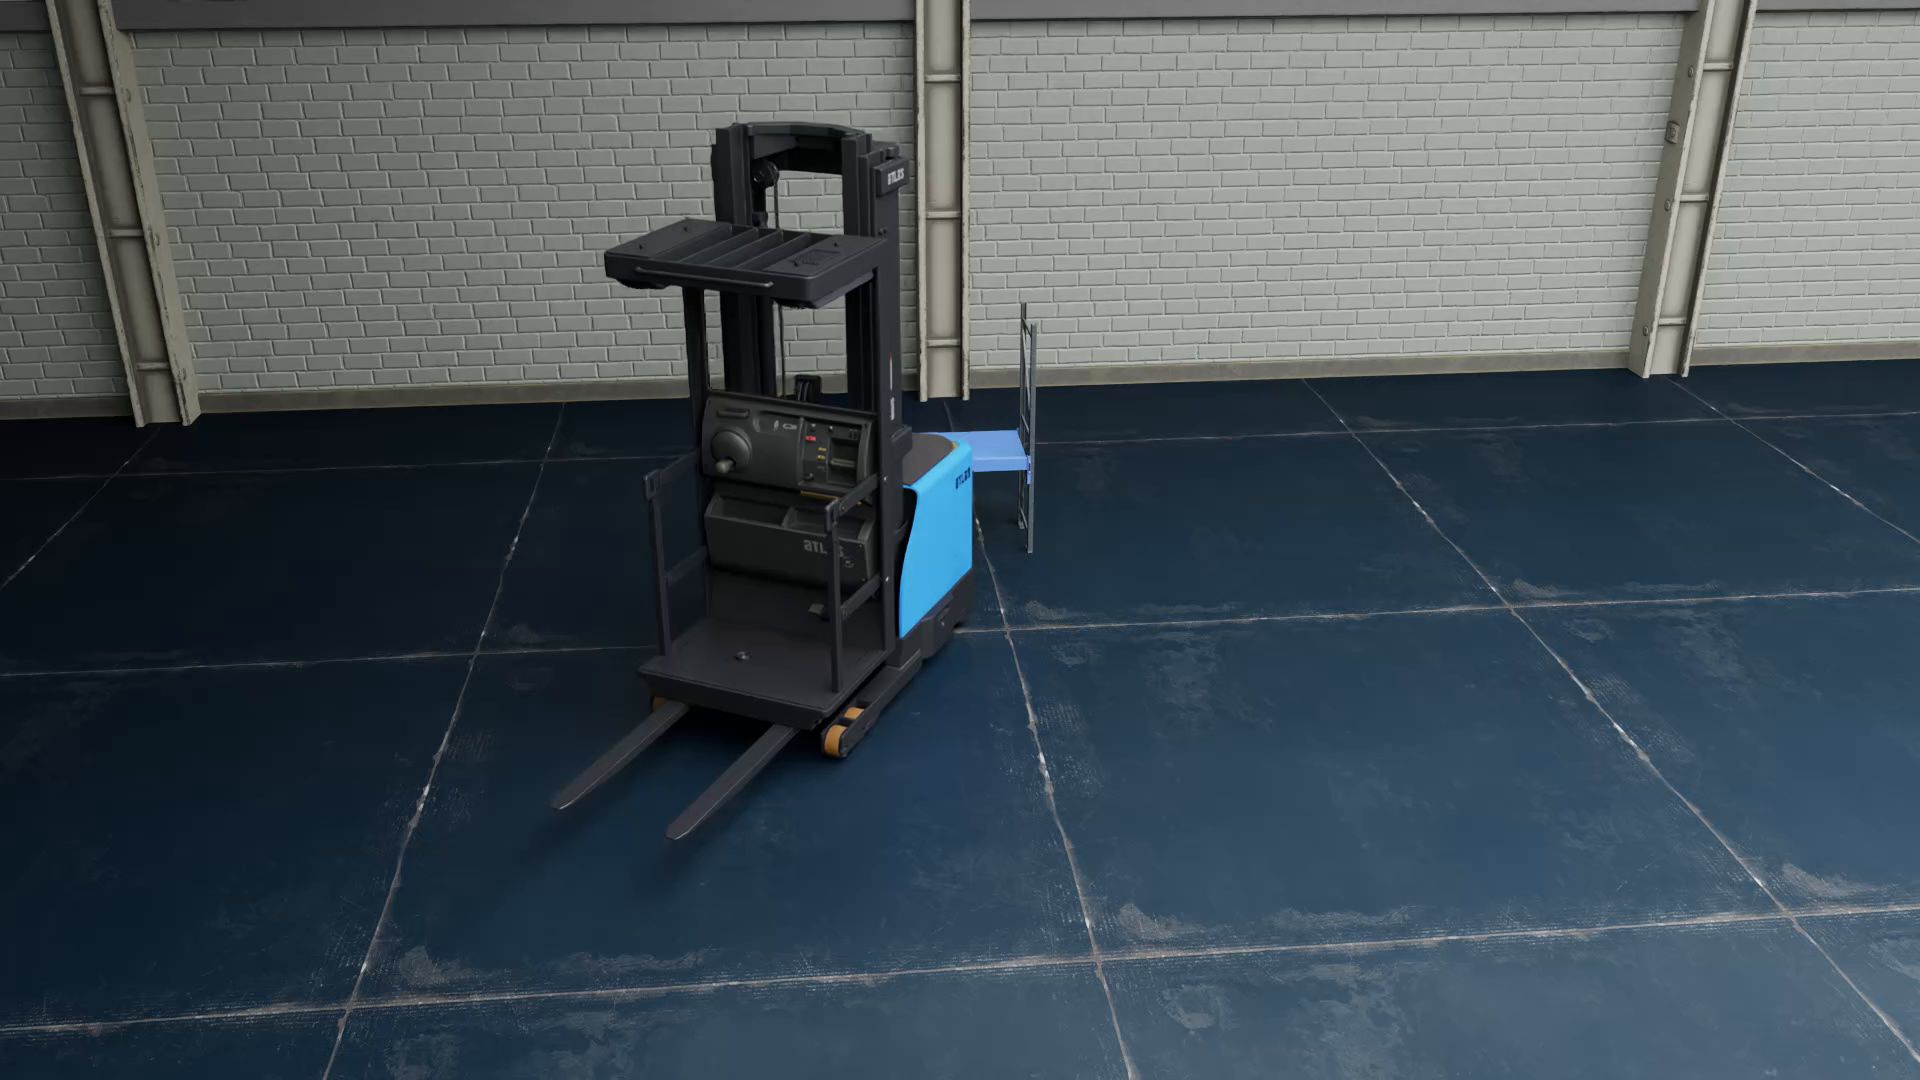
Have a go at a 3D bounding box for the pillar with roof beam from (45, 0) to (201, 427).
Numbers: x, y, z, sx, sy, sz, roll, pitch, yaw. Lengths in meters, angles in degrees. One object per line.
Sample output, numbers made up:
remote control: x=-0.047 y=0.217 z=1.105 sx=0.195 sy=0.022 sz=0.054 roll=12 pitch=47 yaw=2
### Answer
pillar with roof beam: x=-5.685 y=-3.305 z=7.105 sx=0.400 sy=9.000 sz=9.100 roll=-2 pitch=24 yaw=-5

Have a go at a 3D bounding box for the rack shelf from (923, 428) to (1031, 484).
rack shelf: x=-0.085 y=-0.518 z=10.511 sx=1.000 sy=0.185 sz=0.538 roll=-2 pitch=24 yaw=-5

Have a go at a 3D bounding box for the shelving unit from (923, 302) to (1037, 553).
shelving unit: x=-0.085 y=-0.682 z=10.438 sx=1.048 sy=1.500 sz=0.538 roll=-2 pitch=24 yaw=-5

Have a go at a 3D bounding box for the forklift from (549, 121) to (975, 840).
forklift: x=-0.955 y=-0.446 z=8.146 sx=1.130 sy=2.935 sz=3.031 roll=10 pitch=26 yaw=21

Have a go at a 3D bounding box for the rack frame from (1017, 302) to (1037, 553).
rack frame: x=0.421 y=-0.702 z=10.483 sx=0.032 sy=1.500 sz=0.500 roll=-2 pitch=24 yaw=-5

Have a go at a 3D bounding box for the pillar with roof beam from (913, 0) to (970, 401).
pillar with roof beam: x=0.286 y=-3.544 z=7.644 sx=0.400 sy=9.000 sz=9.100 roll=-2 pitch=24 yaw=-5

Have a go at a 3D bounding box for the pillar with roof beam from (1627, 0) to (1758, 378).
pillar with roof beam: x=6.257 y=-3.784 z=8.183 sx=0.400 sy=9.000 sz=9.100 roll=-2 pitch=24 yaw=-5
